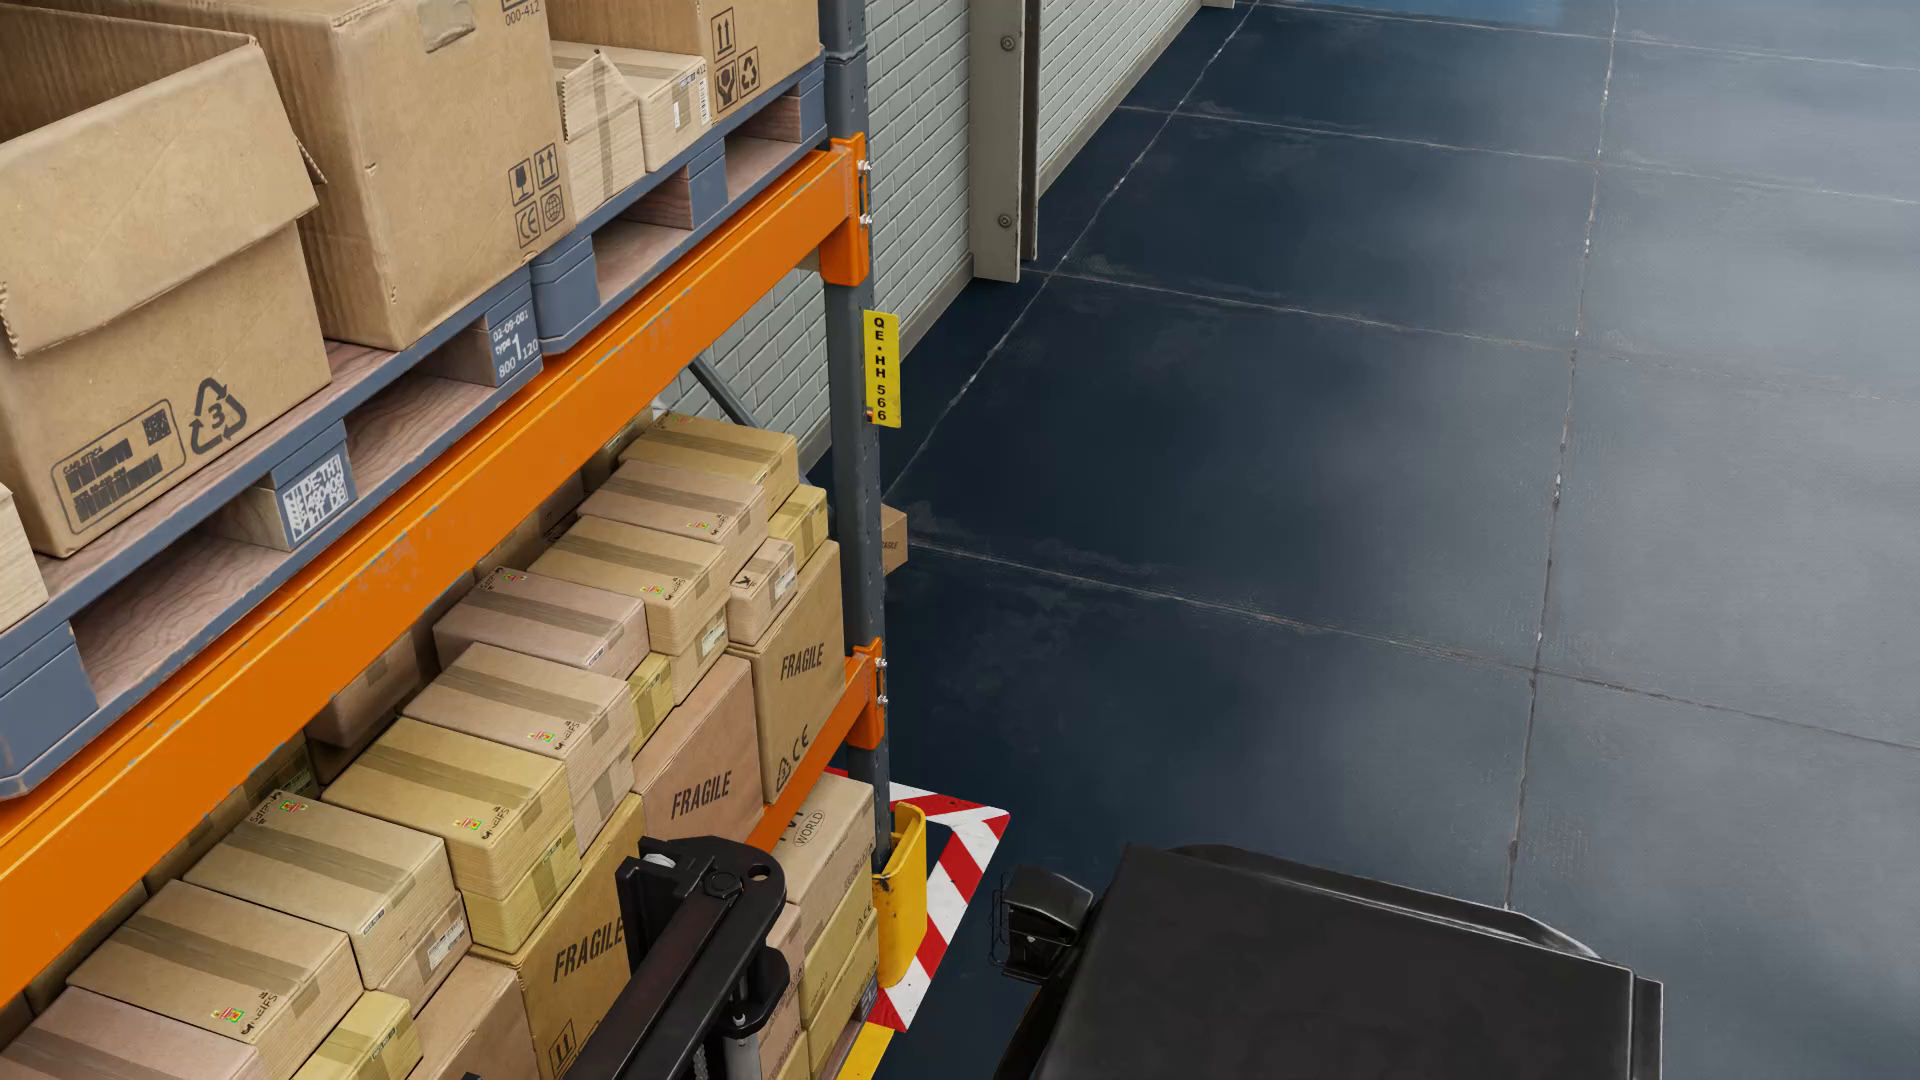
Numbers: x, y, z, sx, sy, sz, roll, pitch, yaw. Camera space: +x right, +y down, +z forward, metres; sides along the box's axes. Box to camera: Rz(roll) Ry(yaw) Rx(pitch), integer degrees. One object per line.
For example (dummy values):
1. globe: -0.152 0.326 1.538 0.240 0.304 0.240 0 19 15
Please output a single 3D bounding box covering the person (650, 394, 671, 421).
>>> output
1. person: -1.272 -0.058 6.228 0.718 1.563 0.445 -19 38 -26
